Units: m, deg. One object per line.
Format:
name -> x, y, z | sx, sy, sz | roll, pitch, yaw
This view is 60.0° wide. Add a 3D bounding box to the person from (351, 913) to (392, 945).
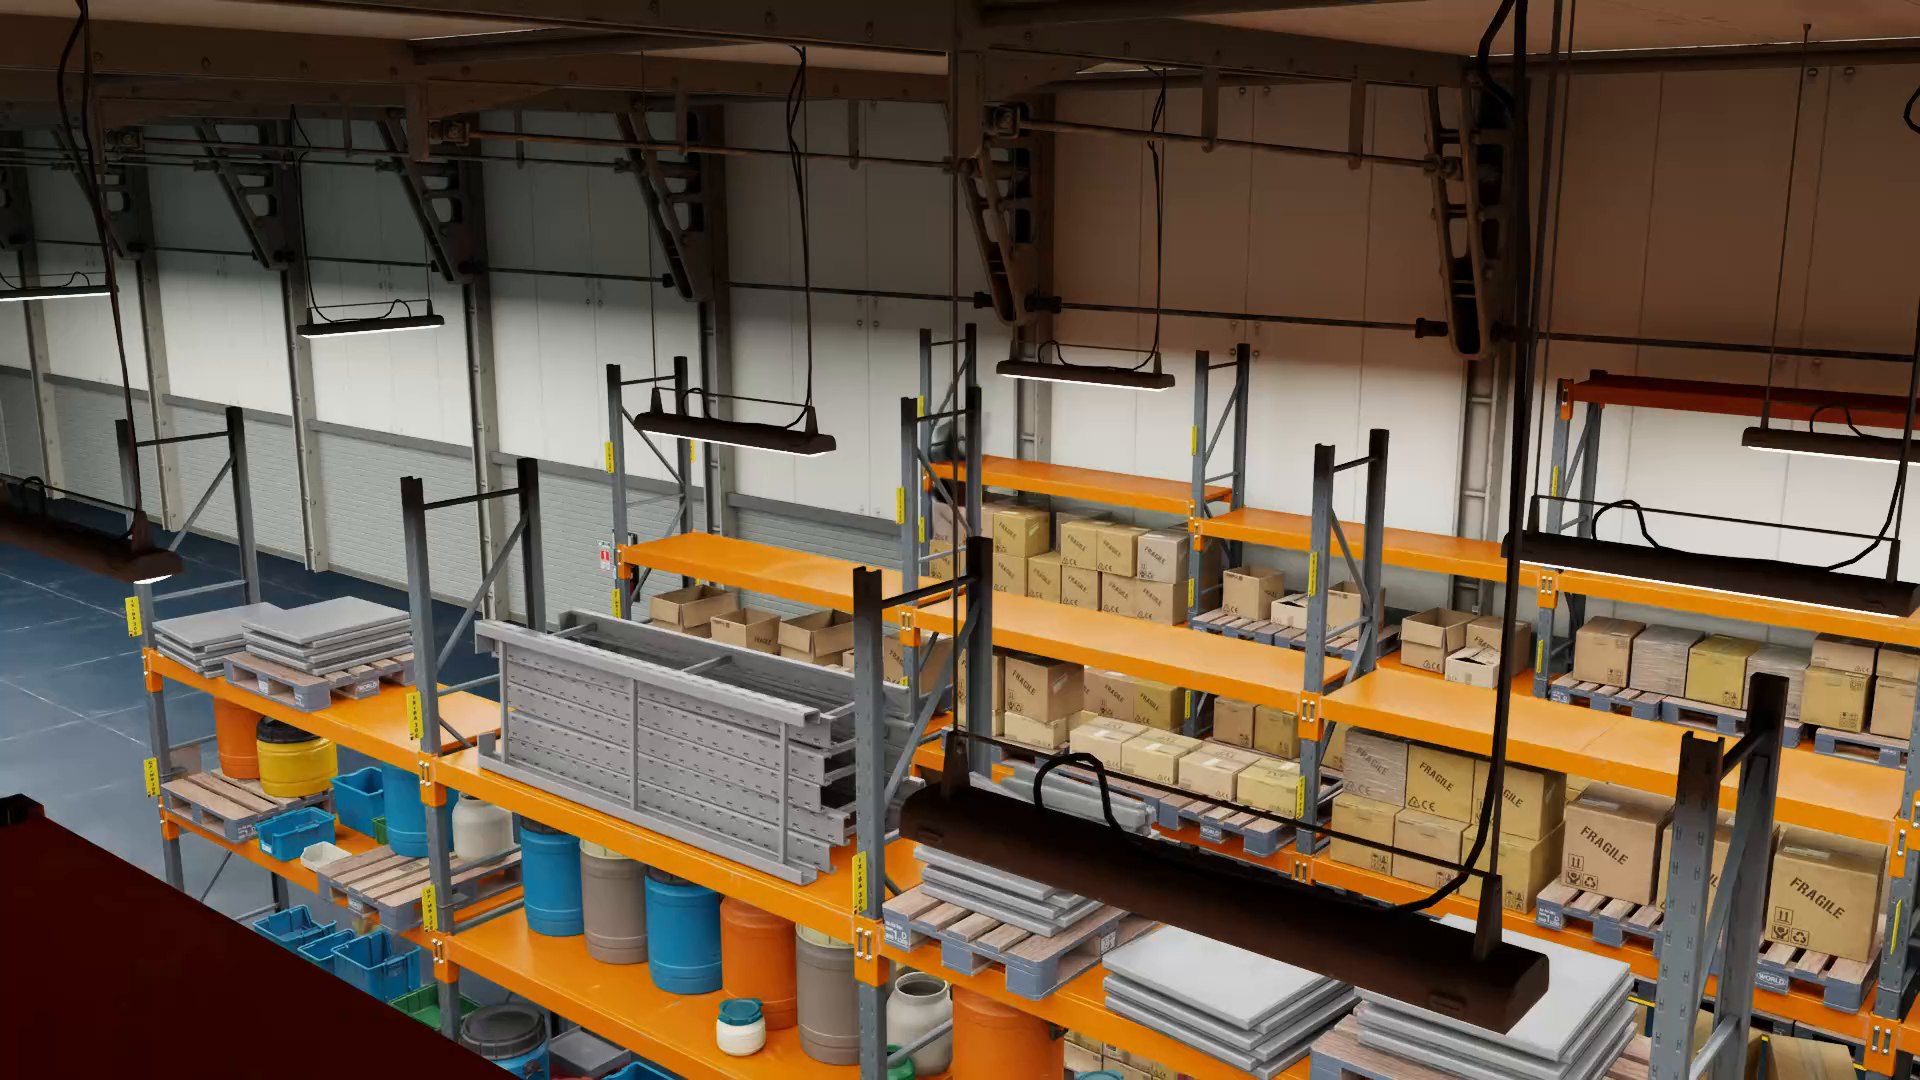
person -> -5.615, 3.776, 15.828 | 0.666, 1.660, 0.637 | 3, 13, 12
